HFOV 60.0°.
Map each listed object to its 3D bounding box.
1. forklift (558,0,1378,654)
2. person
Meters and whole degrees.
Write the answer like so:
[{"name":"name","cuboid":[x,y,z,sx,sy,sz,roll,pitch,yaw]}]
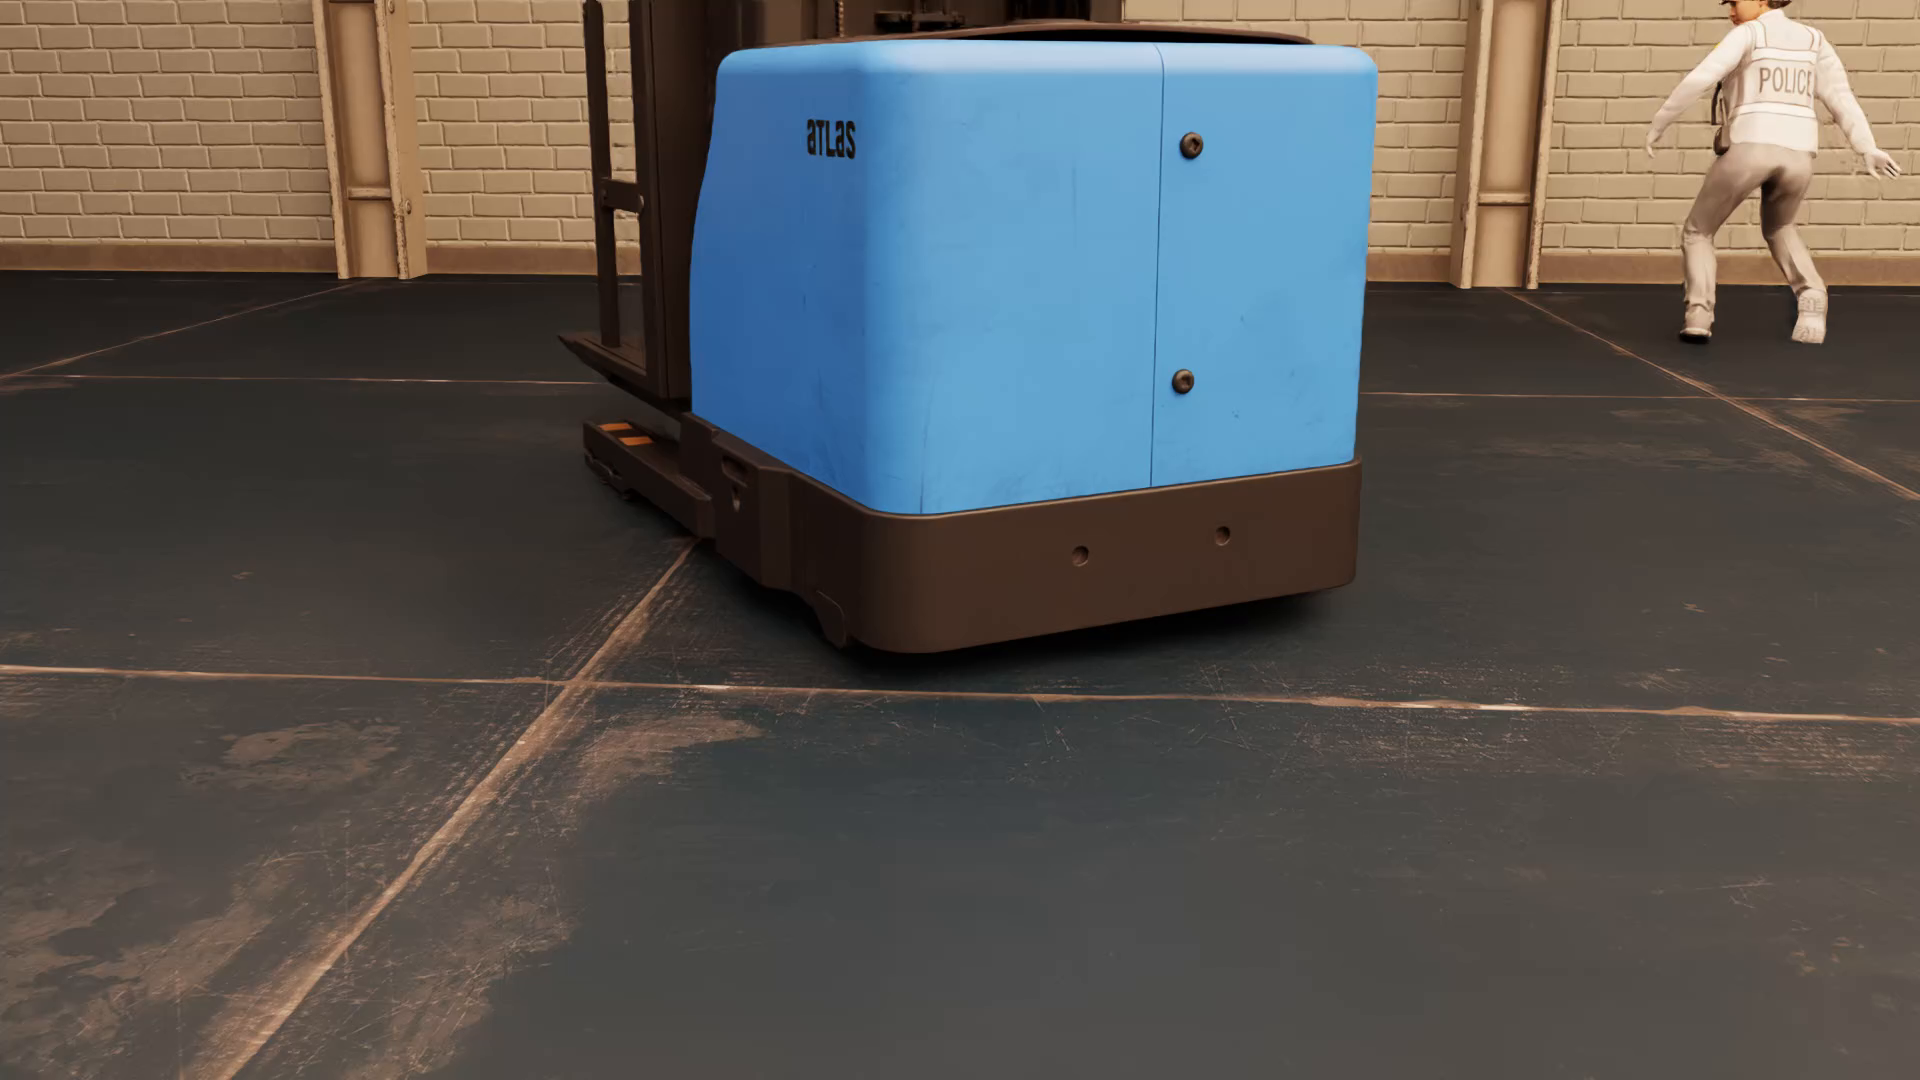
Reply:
[{"name":"forklift","cuboid":[-0.333,-1.558,3.958,1.130,2.935,3.031,-7,17,-26]},{"name":"person","cuboid":[3.264,-1.534,6.717,0.913,1.532,0.495,-1,15,-4]}]
